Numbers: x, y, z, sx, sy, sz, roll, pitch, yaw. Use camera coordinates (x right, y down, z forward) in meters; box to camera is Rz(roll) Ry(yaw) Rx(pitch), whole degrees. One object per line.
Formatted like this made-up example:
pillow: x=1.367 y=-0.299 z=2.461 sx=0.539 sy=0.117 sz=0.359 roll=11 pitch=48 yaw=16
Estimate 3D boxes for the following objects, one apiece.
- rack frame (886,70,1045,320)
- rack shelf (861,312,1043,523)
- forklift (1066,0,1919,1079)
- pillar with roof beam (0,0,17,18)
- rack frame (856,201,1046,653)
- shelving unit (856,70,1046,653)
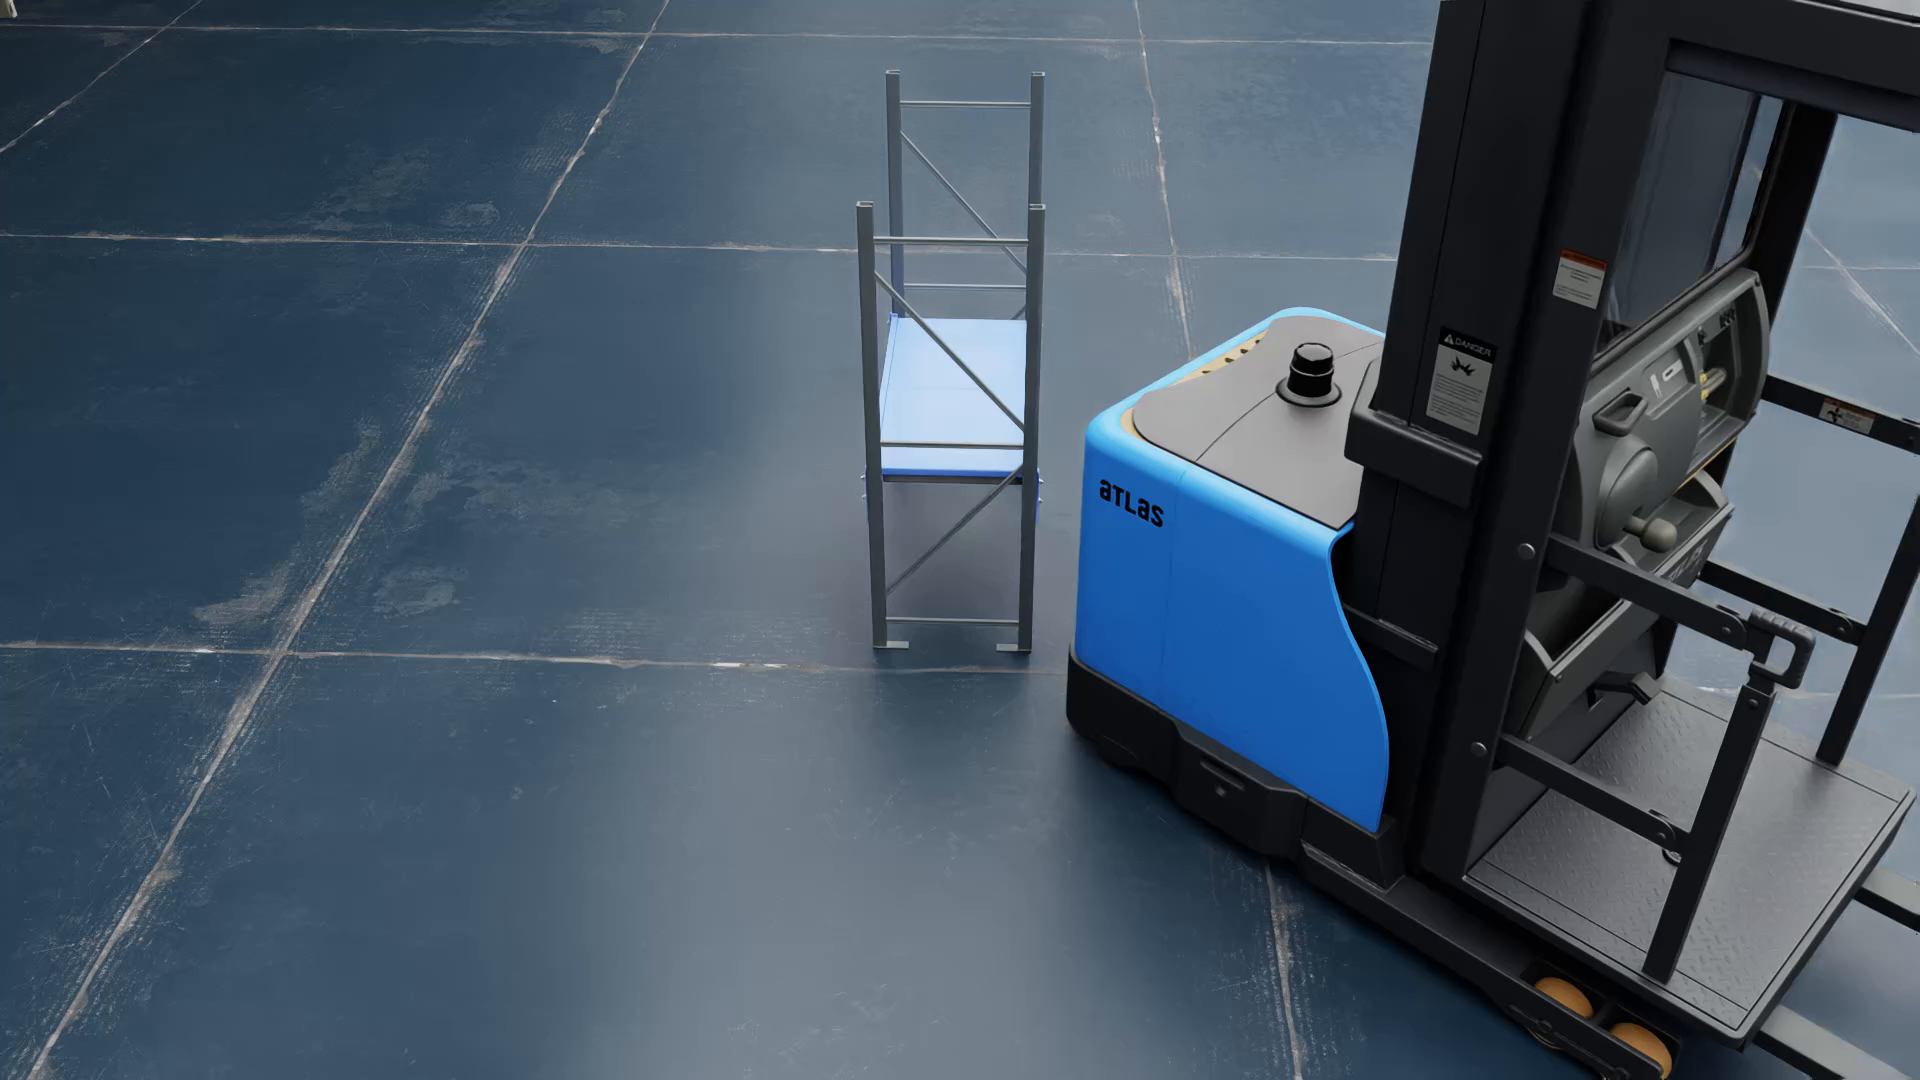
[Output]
rack frame: x=0.017 y=-0.857 z=5.665 sx=0.500 sy=1.500 sz=0.032 roll=1 pitch=35 yaw=2
rack shelf: x=-0.003 y=-0.417 z=5.352 sx=0.538 sy=0.185 sz=1.000 roll=1 pitch=35 yaw=2
forklift: x=1.719 y=-0.238 z=3.540 sx=3.031 sy=2.935 sz=1.130 roll=29 pitch=44 yaw=35
pillar with roof beam: x=-1.776 y=-6.770 z=7.557 sx=9.100 sy=9.000 sz=0.400 roll=1 pitch=35 yaw=2
rack frame: x=-0.024 y=-0.273 z=4.833 sx=0.500 sy=1.500 sz=0.032 roll=1 pitch=35 yaw=2
shelving unit: x=-0.003 y=-0.565 z=5.249 sx=0.538 sy=1.500 sz=1.048 roll=1 pitch=35 yaw=2
